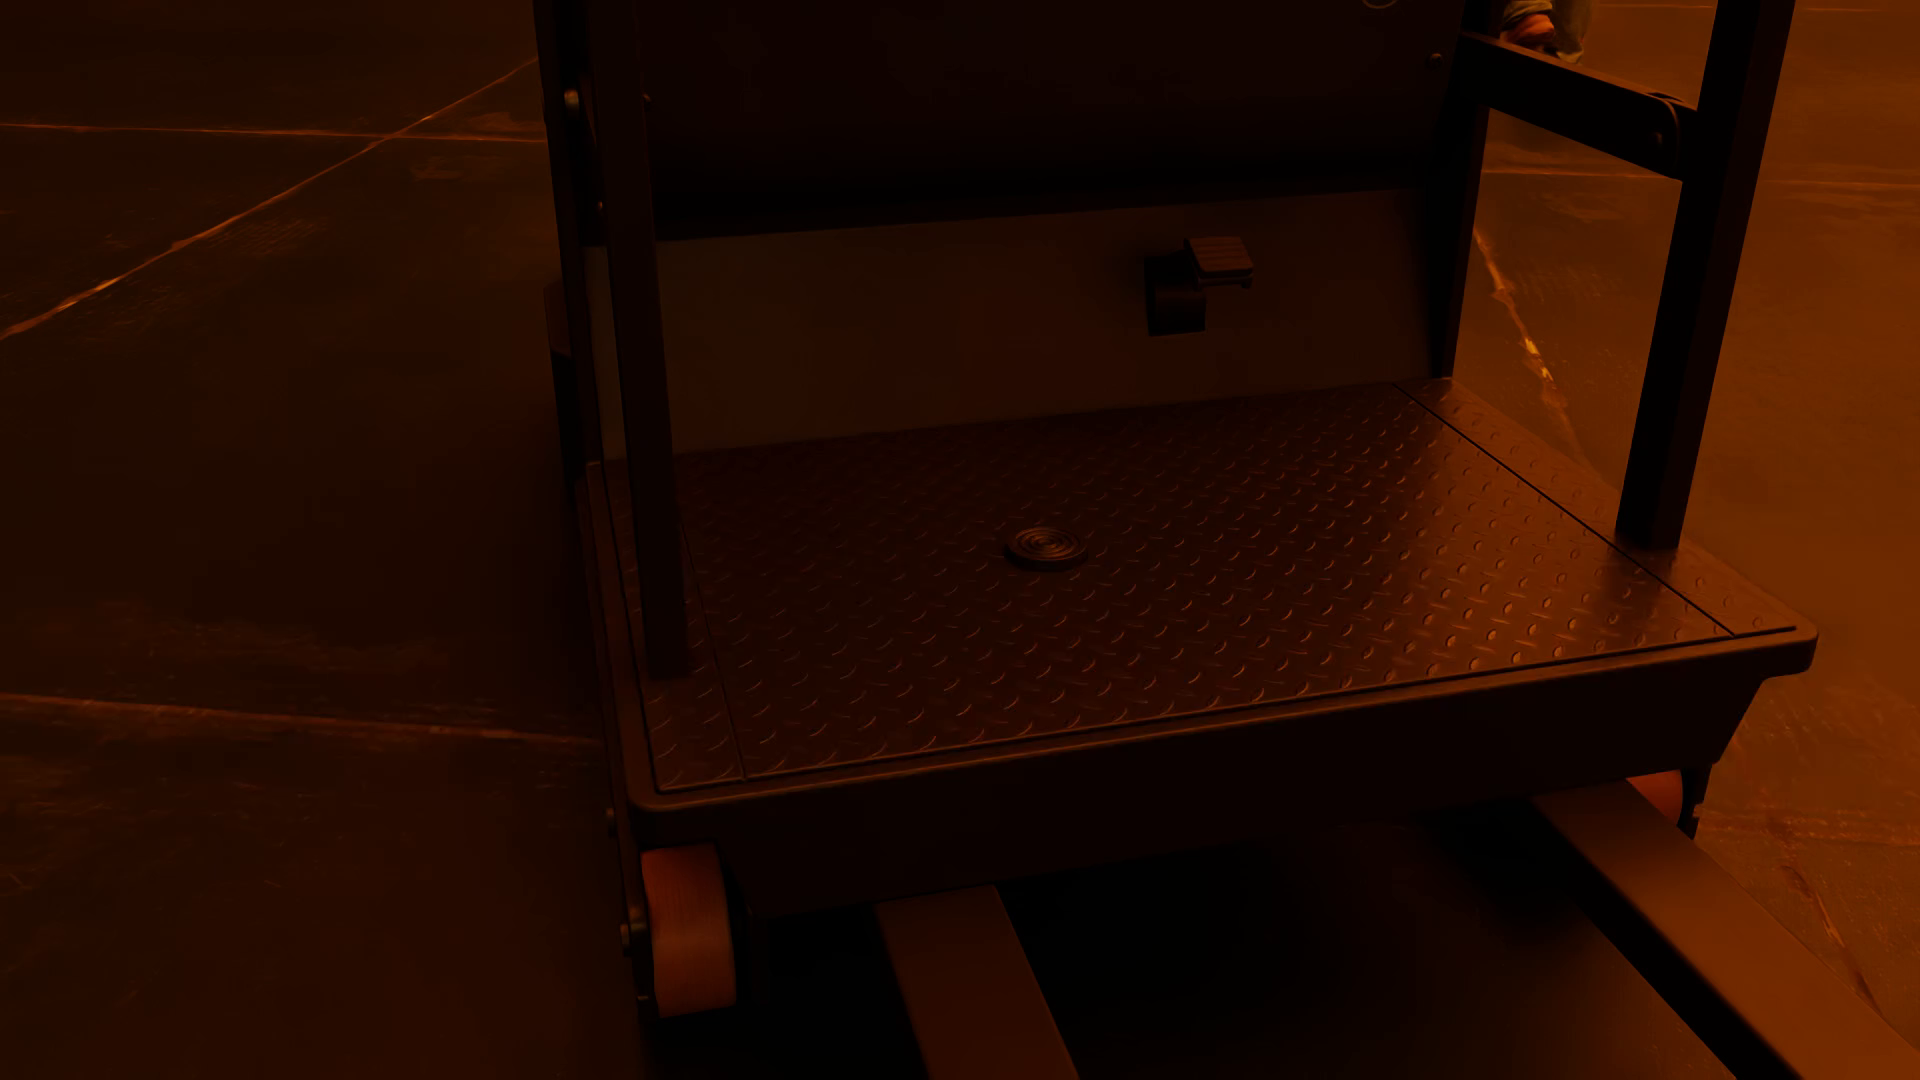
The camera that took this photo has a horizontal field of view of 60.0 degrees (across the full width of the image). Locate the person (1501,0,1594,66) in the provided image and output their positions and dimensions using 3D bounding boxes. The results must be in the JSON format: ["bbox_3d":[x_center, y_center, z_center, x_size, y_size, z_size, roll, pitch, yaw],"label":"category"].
[{"bbox_3d":[1.897,-2.263,5.083,0.771,1.746,0.489,-3,27,-6],"label":"person"}]

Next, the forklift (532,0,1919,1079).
[{"bbox_3d":[0.153,-1.049,1.319,1.130,2.935,3.031,-7,27,-13],"label":"forklift"}]
